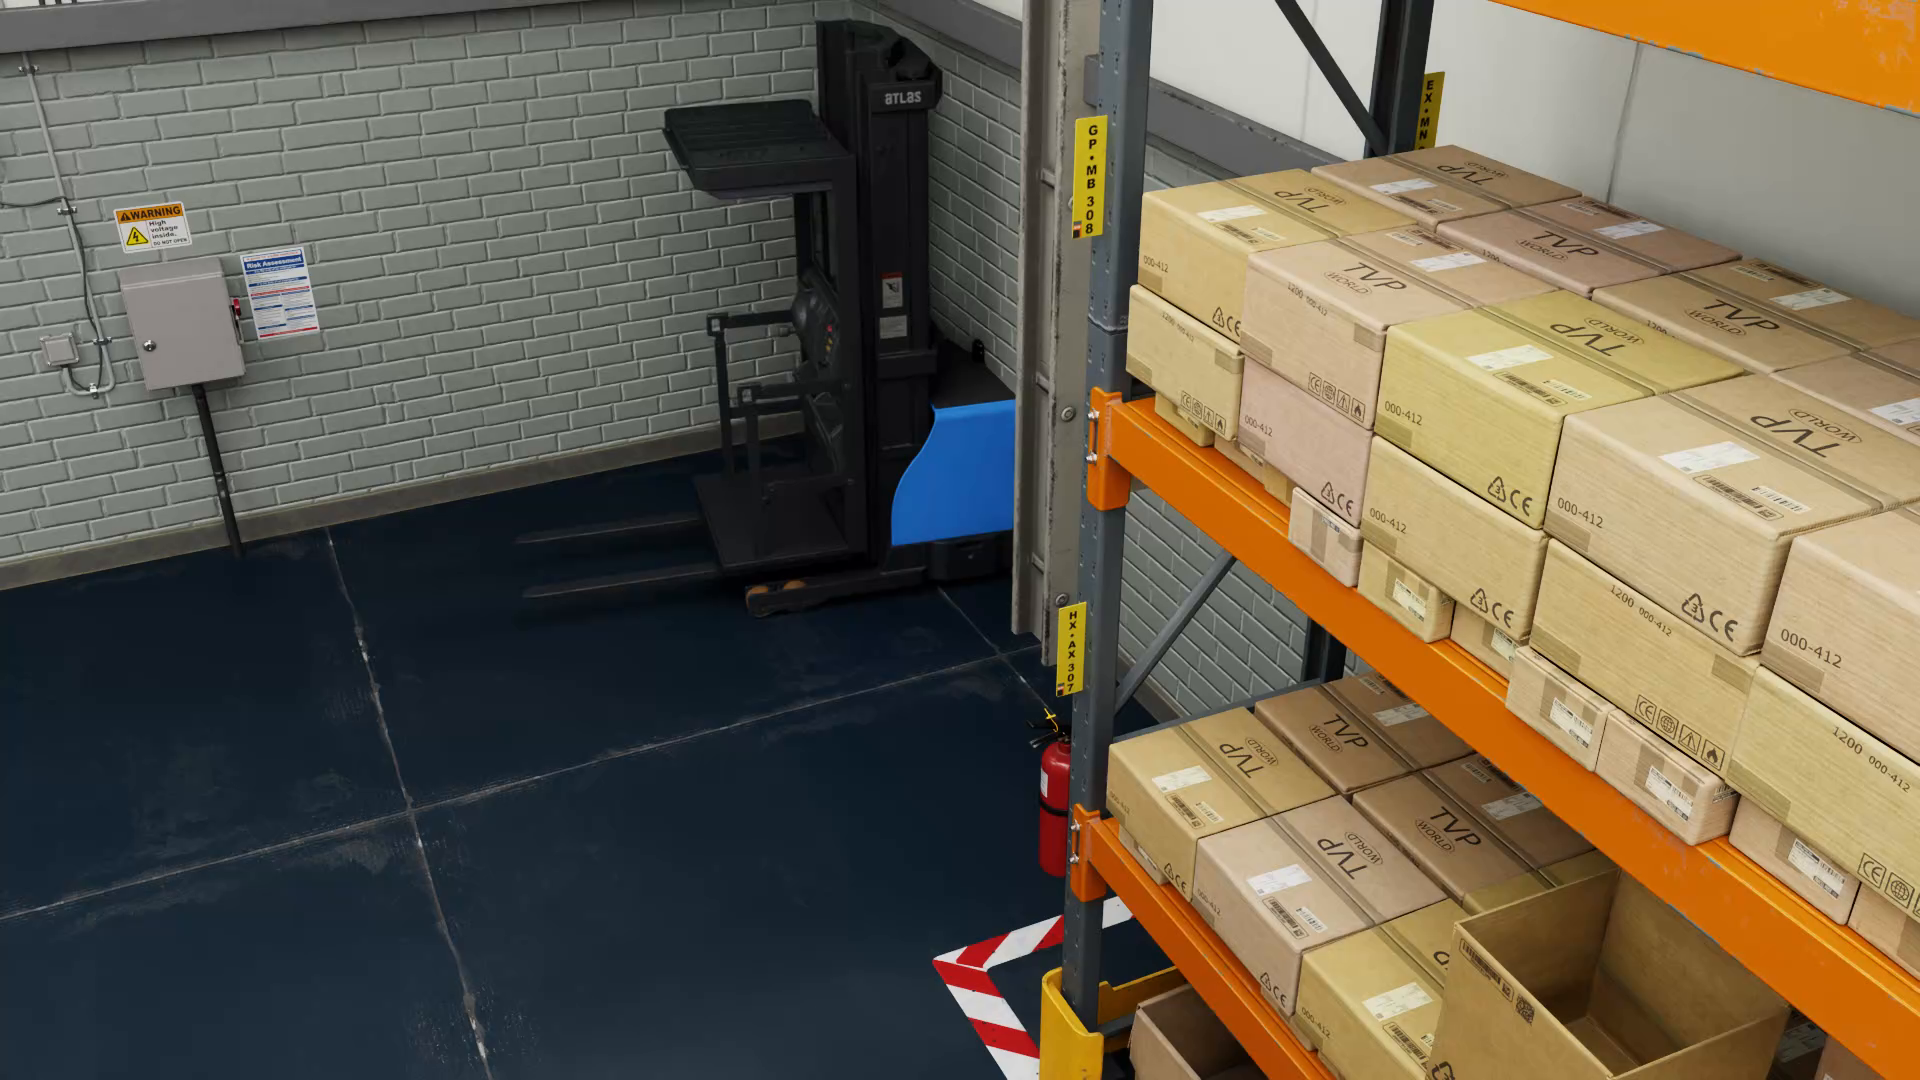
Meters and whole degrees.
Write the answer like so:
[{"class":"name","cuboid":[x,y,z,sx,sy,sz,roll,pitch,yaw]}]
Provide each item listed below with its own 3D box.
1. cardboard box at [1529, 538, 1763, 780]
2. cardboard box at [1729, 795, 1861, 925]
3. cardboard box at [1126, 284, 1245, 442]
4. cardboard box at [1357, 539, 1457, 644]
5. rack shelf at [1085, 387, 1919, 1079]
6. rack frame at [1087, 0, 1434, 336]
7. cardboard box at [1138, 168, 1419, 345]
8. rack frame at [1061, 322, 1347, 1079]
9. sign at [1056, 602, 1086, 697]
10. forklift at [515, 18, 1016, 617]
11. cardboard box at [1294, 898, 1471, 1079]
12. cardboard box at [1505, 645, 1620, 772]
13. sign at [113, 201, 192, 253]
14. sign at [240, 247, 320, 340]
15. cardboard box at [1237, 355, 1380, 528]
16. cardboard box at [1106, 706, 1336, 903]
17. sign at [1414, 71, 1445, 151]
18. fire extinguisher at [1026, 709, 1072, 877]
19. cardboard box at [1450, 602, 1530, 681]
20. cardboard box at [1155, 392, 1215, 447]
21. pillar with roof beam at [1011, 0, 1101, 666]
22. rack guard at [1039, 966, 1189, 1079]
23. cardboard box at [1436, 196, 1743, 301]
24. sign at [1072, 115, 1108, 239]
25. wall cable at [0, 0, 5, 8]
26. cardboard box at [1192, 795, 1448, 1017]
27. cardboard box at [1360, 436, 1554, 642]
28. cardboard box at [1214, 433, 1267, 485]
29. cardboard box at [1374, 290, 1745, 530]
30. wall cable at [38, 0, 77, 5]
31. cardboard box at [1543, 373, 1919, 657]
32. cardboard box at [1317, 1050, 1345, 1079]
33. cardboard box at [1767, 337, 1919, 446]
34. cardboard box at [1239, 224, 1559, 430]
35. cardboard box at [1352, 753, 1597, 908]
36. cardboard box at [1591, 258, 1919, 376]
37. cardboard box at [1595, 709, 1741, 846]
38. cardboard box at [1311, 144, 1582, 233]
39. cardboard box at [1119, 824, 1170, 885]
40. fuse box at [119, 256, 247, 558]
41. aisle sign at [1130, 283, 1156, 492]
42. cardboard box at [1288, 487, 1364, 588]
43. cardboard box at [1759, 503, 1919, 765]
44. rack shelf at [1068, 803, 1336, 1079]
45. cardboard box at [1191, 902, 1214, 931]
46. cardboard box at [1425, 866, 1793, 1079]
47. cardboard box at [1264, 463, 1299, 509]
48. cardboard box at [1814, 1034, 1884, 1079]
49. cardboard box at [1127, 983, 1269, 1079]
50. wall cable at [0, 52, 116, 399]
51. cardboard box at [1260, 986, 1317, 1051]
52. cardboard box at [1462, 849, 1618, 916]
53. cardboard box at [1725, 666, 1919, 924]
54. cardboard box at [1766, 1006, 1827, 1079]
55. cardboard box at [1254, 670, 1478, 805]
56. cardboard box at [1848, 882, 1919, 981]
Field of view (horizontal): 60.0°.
[{"class":"cardboard box","cuboid":[1.472,0.160,3.181,0.500,0.250,0.500,-14,32,-23]},{"class":"cardboard box","cuboid":[1.623,0.505,2.973,0.380,0.149,0.250,-13,32,-21]},{"class":"cardboard box","cuboid":[0.783,-0.513,4.380,0.500,0.250,0.500,-13,32,-23]},{"class":"cardboard box","cuboid":[1.130,0.070,3.748,0.380,0.149,0.250,-13,32,-22]},{"class":"rack shelf","cuboid":[1.698,0.495,3.468,1.077,0.370,4.000,-13,32,-22]},{"class":"rack frame","cuboid":[0.840,-2.010,4.134,1.000,3.000,0.127,-13,32,-22]},{"class":"cardboard box","cuboid":[0.803,-0.736,4.266,0.500,0.250,0.500,-13,32,-23]},{"class":"rack frame","cuboid":[0.840,0.606,5.602,1.000,3.000,0.127,-13,32,-22]},{"class":"sign","cuboid":[0.350,0.343,5.187,0.100,0.325,0.005,-13,32,-22]},{"class":"forklift","cuboid":[-0.949,-1.150,8.803,3.031,2.935,1.130,-8,30,-14]},{"class":"cardboard box","cuboid":[1.228,1.245,4.312,0.500,0.250,0.500,-14,32,-23]},{"class":"cardboard box","cuboid":[1.337,0.295,3.347,0.380,0.149,0.250,-13,32,-22]},{"class":"sign","cuboid":[-4.263,-1.652,8.785,0.339,0.242,0.001,-13,32,-22]},{"class":"sign","cuboid":[-3.767,-1.366,9.216,0.329,0.494,0.001,-13,32,-22]},{"class":"cardboard box","cuboid":[1.020,-0.293,3.987,0.500,0.250,0.500,-12,32,-21]},{"class":"cardboard box","cuboid":[0.791,0.799,5.107,0.500,0.250,0.500,-13,32,-22]},{"class":"sign","cuboid":[1.349,-1.196,4.843,0.100,0.325,0.005,-13,32,-22]},{"class":"fire extinguisher","cuboid":[0.359,0.835,5.655,0.296,0.674,0.183,-13,32,-22]},{"class":"cardboard box","cuboid":[1.292,0.167,3.576,0.380,0.149,0.250,-13,32,-23]},{"class":"cardboard box","cuboid":[0.766,-0.403,4.591,0.380,0.149,0.250,-12,32,-21]},{"class":"pillar with roof beam","cuboid":[-3.392,-2.487,4.984,9.100,9.000,0.400,-13,32,-22]},{"class":"rack guard","cuboid":[0.872,1.730,6.153,1.175,0.500,0.348,-13,32,-22]},{"class":"cardboard box","cuboid":[1.505,-0.617,4.054,0.500,0.250,0.500,-14,32,-23]},{"class":"sign","cuboid":[0.350,-0.969,4.451,0.100,0.325,0.005,-13,32,-22]},{"class":"wall cable","cuboid":[-5.658,-3.577,6.928,2.355,3.000,0.029,-13,32,-22]},{"class":"cardboard box","cuboid":[1.008,1.022,4.710,0.500,0.250,0.500,-13,32,-21]},{"class":"cardboard box","cuboid":[1.229,-0.064,3.580,0.500,0.250,0.500,-14,32,-23]},{"class":"cardboard box","cuboid":[0.903,-0.292,4.395,0.380,0.149,0.250,-12,32,-21]},{"class":"cardboard box","cuboid":[1.233,-0.288,3.468,0.500,0.250,0.500,-14,32,-23]},{"class":"wall cable","cuboid":[-3.126,-4.161,7.932,2.988,3.039,0.133,-13,32,-22]},{"class":"cardboard box","cuboid":[1.461,-0.065,3.070,0.500,0.250,0.500,-12,32,-21]},{"class":"cardboard box","cuboid":[1.200,1.371,4.495,0.380,0.149,0.250,-13,32,-21]},{"class":"cardboard box","cuboid":[1.926,-0.165,3.248,0.500,0.250,0.500,-13,32,-22]},{"class":"cardboard box","cuboid":[1.005,-0.507,3.858,0.500,0.250,0.500,-13,32,-22]},{"class":"cardboard box","cuboid":[1.497,0.918,4.896,0.500,0.250,0.500,-13,32,-22]},{"class":"cardboard box","cuboid":[1.736,-0.391,3.652,0.500,0.250,0.500,-13,32,-21]},{"class":"cardboard box","cuboid":[1.448,0.404,3.153,0.380,0.149,0.250,-12,32,-21]},{"class":"cardboard box","cuboid":[1.283,-0.847,4.464,0.500,0.250,0.500,-14,32,-23]},{"class":"cardboard box","cuboid":[0.733,0.919,5.301,0.380,0.149,0.250,-13,32,-22]},{"class":"fuse box","cuboid":[-4.124,-0.650,9.160,0.539,1.711,0.414,-13,32,-22]},{"class":"aisle sign","cuboid":[0.545,-0.496,4.910,0.394,0.787,0.004,-13,32,-22]},{"class":"cardboard box","cuboid":[1.011,-0.044,3.951,0.380,0.149,0.250,-12,32,-21]},{"class":"cardboard box","cuboid":[1.687,0.162,2.665,0.500,0.250,0.500,-12,32,-21]},{"class":"rack shelf","cuboid":[1.698,1.804,4.202,1.077,0.370,4.000,-13,32,-22]},{"class":"cardboard box","cuboid":[0.884,1.021,5.118,0.380,0.149,0.250,-12,32,-21]},{"class":"cardboard box","cuboid":[1.435,1.135,3.742,0.500,0.500,0.500,-12,32,-21]},{"class":"cardboard box","cuboid":[0.997,-0.175,4.186,0.380,0.149,0.250,-13,32,-22]},{"class":"cardboard box","cuboid":[2.158,1.268,3.504,0.500,0.500,0.500,-14,32,-23]},{"class":"cardboard box","cuboid":[1.017,1.802,5.592,0.797,0.503,0.637,-14,32,-24]},{"class":"wall cable","cuboid":[-4.808,-1.582,8.465,0.588,1.984,0.122,-13,32,-22]},{"class":"cardboard box","cuboid":[1.081,1.255,4.702,0.380,0.149,0.250,-12,31,-20]},{"class":"cardboard box","cuboid":[1.705,1.137,4.504,0.500,0.250,0.500,-12,31,-20]},{"class":"cardboard box","cuboid":[1.681,0.384,2.781,0.500,0.250,0.500,-12,32,-21]},{"class":"cardboard box","cuboid":[1.930,1.368,4.092,0.500,0.250,0.500,-13,32,-22]},{"class":"cardboard box","cuboid":[1.277,0.690,5.303,0.500,0.250,0.500,-12,31,-21]},{"class":"cardboard box","cuboid":[1.736,0.615,2.777,0.380,0.149,0.250,-12,31,-20]}]
